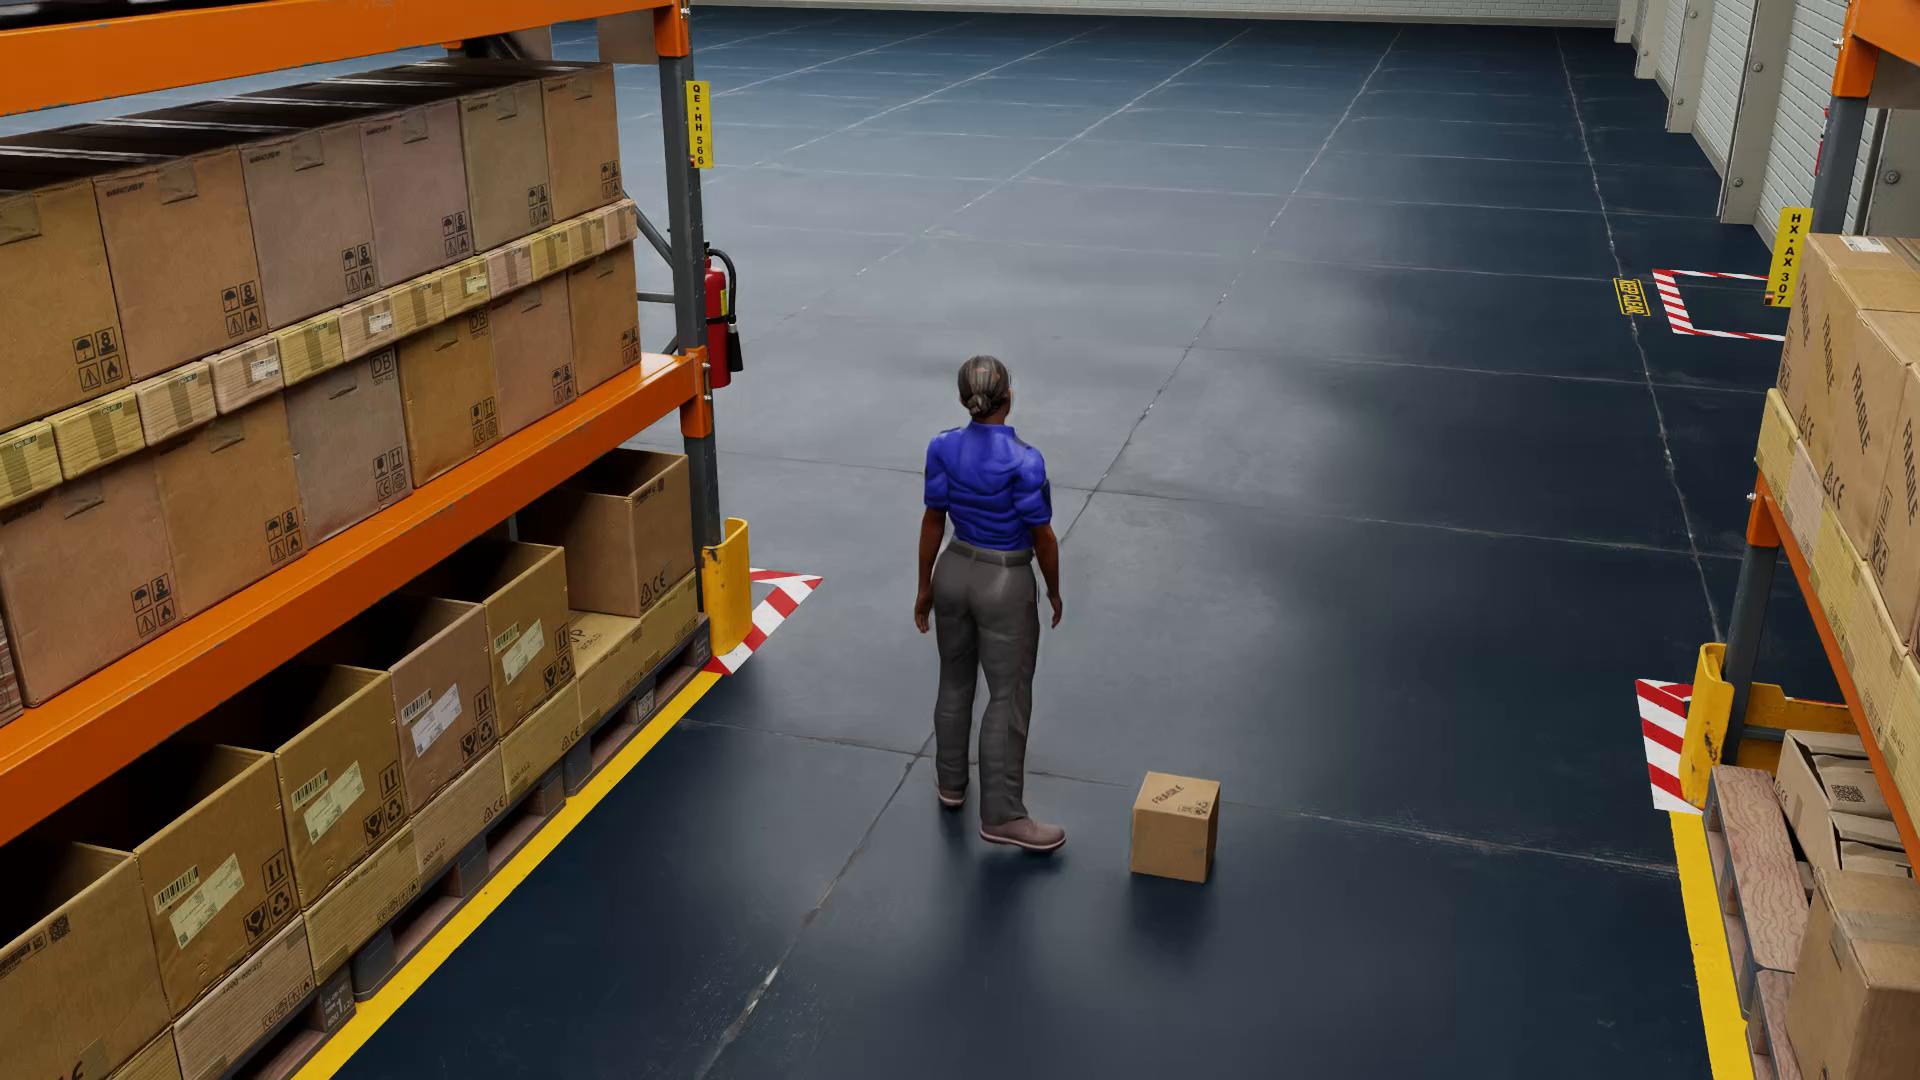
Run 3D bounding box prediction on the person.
[{"bbox_3d":[0.123,0.206,5.574,0.640,1.663,0.440,13,26,30],"label":"person"}]
